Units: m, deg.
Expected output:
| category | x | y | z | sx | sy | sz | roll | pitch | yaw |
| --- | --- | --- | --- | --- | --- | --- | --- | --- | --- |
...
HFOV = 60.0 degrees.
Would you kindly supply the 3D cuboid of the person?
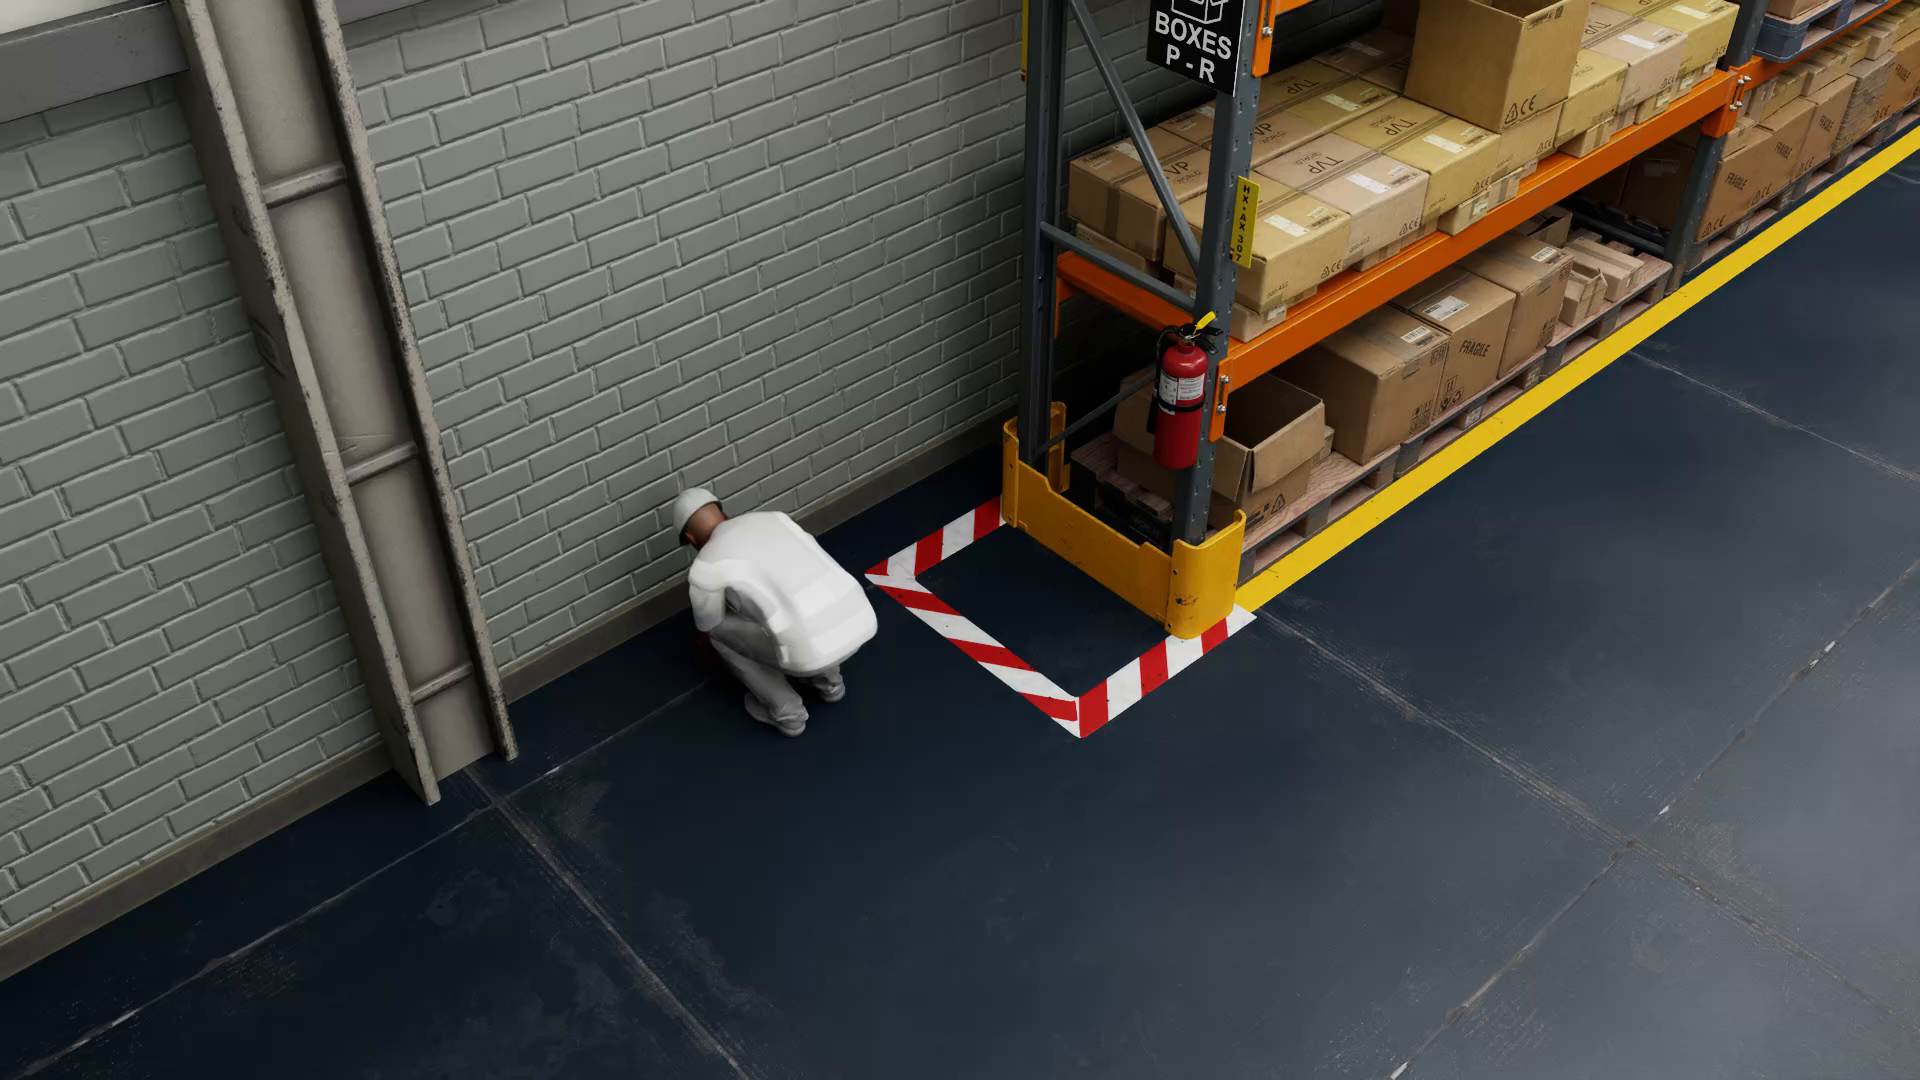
| category | x | y | z | sx | sy | sz | roll | pitch | yaw |
| --- | --- | --- | --- | --- | --- | --- | --- | --- | --- |
| person | -0.770 | 0.296 | 6.566 | 0.531 | 0.838 | 0.950 | -31 | 49 | -32 |
